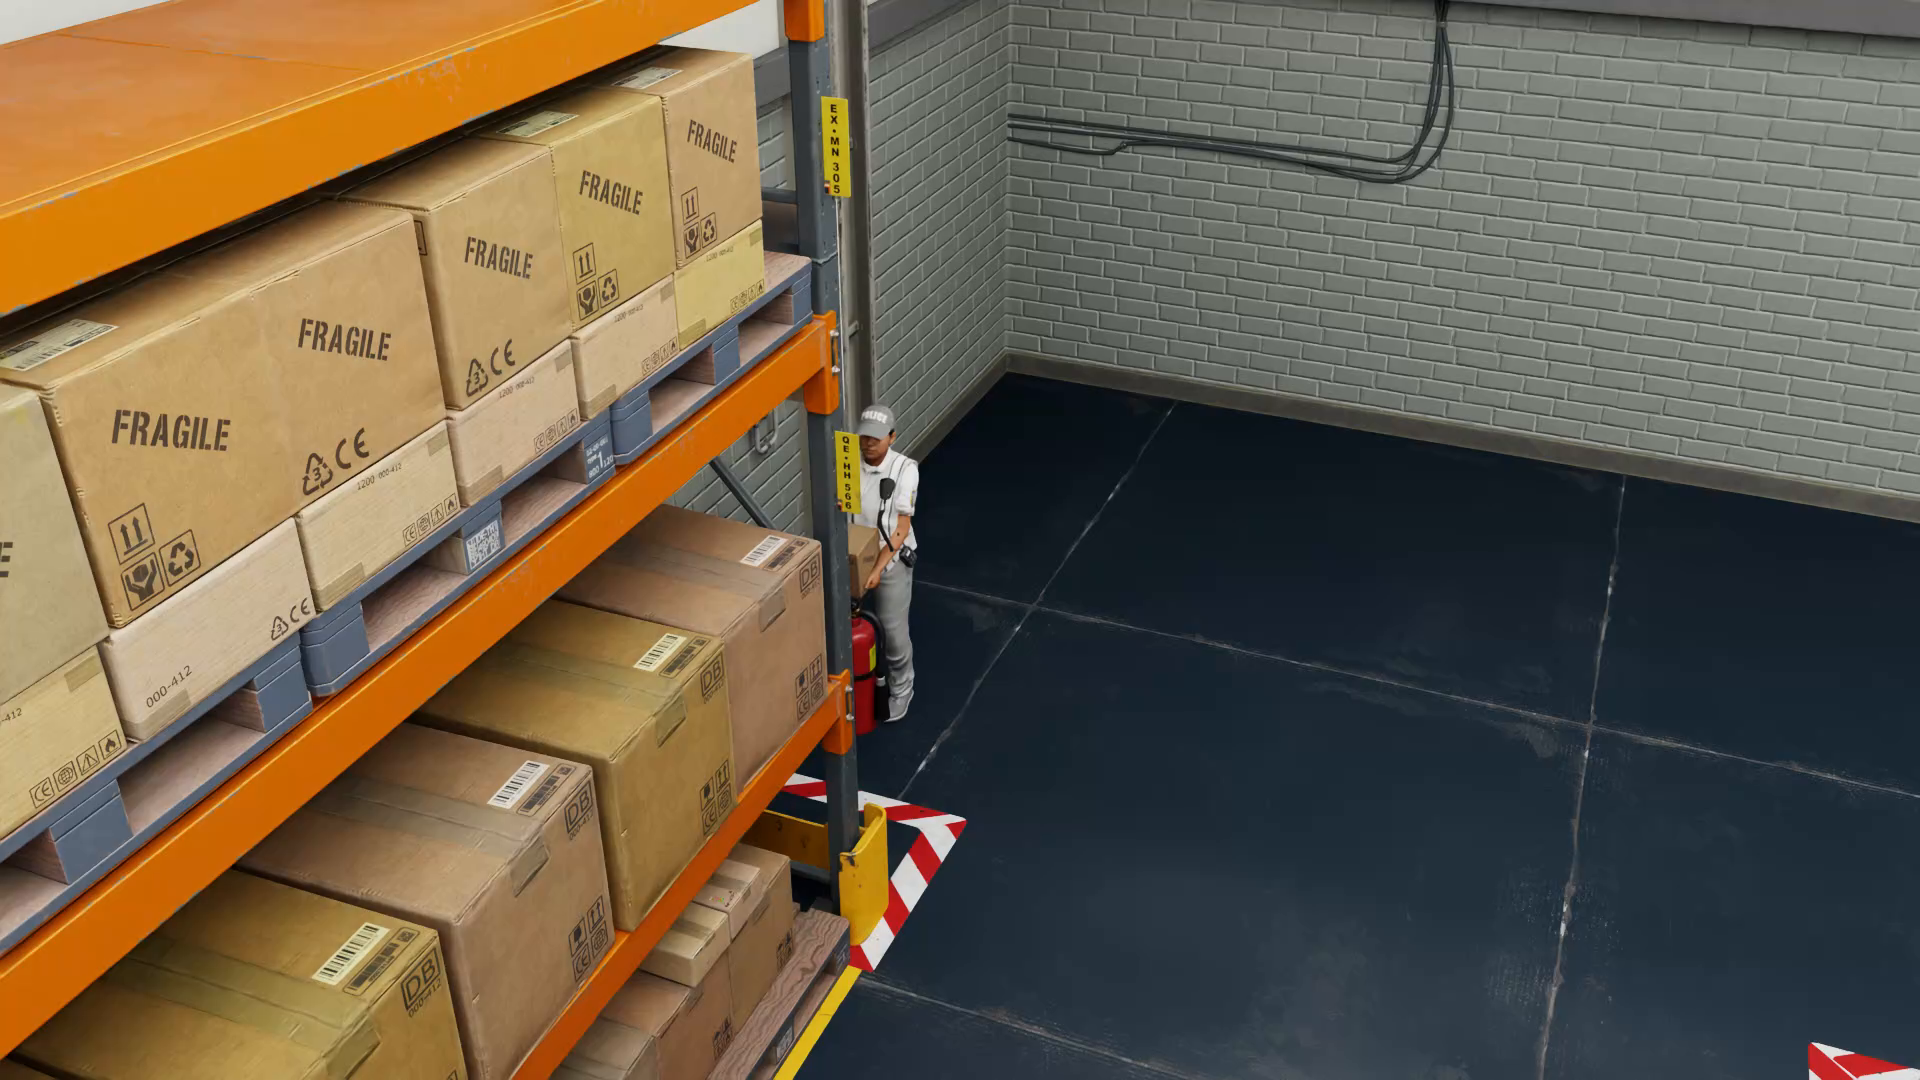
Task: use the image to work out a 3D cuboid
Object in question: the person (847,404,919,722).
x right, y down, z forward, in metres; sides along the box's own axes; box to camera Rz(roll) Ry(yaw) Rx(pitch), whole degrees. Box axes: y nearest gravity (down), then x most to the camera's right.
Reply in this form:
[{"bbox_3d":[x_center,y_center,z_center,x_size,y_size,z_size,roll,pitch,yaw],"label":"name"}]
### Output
[{"bbox_3d":[-0.458,0.142,8.150,0.453,1.653,0.541,12,32,19],"label":"person"}]
